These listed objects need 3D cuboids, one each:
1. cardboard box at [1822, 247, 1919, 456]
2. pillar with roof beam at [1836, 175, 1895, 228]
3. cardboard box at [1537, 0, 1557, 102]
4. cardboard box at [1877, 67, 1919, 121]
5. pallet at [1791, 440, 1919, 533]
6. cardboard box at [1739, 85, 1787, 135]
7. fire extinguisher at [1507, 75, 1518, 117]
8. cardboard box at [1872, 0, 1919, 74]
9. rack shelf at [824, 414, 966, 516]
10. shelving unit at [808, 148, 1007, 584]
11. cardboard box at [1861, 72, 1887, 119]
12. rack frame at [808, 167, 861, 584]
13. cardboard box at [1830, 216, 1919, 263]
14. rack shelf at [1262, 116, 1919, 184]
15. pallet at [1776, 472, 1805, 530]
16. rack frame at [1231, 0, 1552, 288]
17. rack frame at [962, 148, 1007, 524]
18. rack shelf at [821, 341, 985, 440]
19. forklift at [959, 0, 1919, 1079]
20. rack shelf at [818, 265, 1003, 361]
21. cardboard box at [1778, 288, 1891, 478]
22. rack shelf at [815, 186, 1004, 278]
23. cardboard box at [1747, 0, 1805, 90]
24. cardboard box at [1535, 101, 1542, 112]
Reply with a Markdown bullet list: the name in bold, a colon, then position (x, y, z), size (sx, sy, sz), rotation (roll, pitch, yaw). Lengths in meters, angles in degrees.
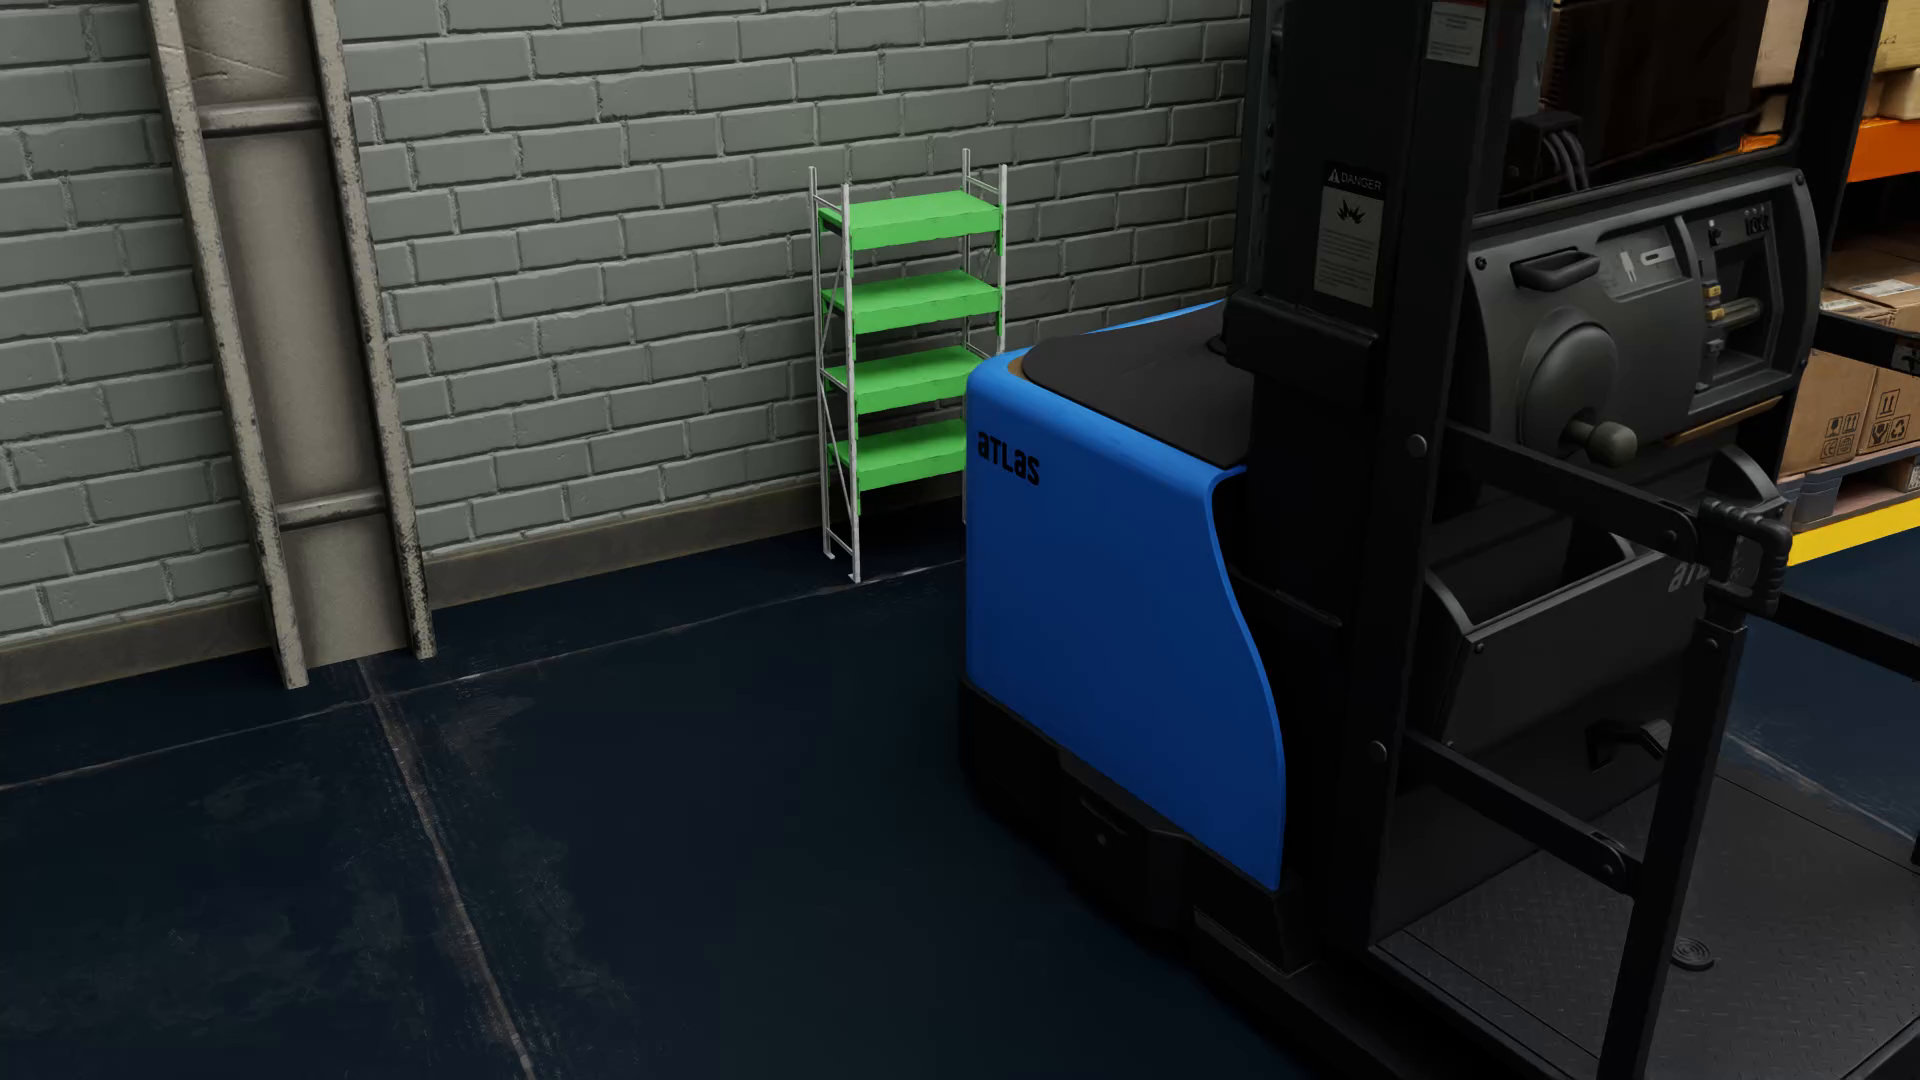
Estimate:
- **cardboard box**: position (2.985, -0.637, 5.515), size (0.500, 0.500, 0.500), rotation (-12, 28, -24)
- **pillar with roof beam**: position (5.631, -3.335, 1.800), size (0.400, 9.000, 9.100), rotation (-13, 29, -25)
- **cardboard box**: position (1.642, -1.314, 4.350), size (0.500, 0.250, 0.500), rotation (-13, 28, -25)
- **cardboard box**: position (2.694, -1.350, 4.886), size (0.250, 0.149, 0.380), rotation (-14, 29, -27)
- **pallet**: position (2.960, -0.426, 5.893), size (1.213, 0.211, 1.003), rotation (-13, 29, -25)
- **cardboard box**: position (2.204, -1.271, 4.722), size (0.250, 0.149, 0.380), rotation (-12, 28, -23)
- **fire extinguisher**: position (1.202, -0.848, 4.071), size (0.183, 0.674, 0.296), rotation (-13, 29, -25)
- **cardboard box**: position (2.532, -1.521, 4.782), size (0.500, 0.250, 0.500), rotation (-14, 29, -26)
- **rack shelf**: position (-0.146, -0.233, 5.052), size (0.480, 0.148, 0.258), rotation (-13, 29, -25)
- **shelving unit**: position (-0.146, -0.507, 4.920), size (0.503, 1.200, 0.258), rotation (-13, 29, -25)
- **cardboard box**: position (2.436, -1.327, 4.839), size (0.250, 0.149, 0.380), rotation (-13, 28, -24)
- **rack frame**: position (-0.361, -0.457, 4.817), size (0.015, 1.200, 0.240), rotation (-13, 29, -25)
- **cardboard box**: position (3.388, -0.779, 5.810), size (0.500, 0.500, 0.700), rotation (-14, 29, -27)
- **rack shelf**: position (2.879, -1.341, 5.408), size (4.000, 0.370, 1.077), rotation (-13, 29, -25)
- **pallet**: position (1.885, -0.179, 5.379), size (1.213, 0.211, 1.003), rotation (-13, 29, -25)
- **rack frame**: position (1.115, -1.258, 4.404), size (0.127, 3.000, 1.000), rotation (-13, 29, -25)
- **rack frame**: position (0.069, -0.557, 5.023), size (0.015, 1.200, 0.240), rotation (-13, 29, -25)
- **rack shelf**: position (-0.146, -0.450, 4.948), size (0.480, 0.148, 0.258), rotation (-13, 29, -25)
- **forklift**: position (1.272, -0.347, 2.586), size (1.130, 2.935, 3.031), rotation (-18, 31, -32)
- **rack shelf**: position (-0.146, -0.666, 4.844), size (0.480, 0.148, 0.258), rotation (-13, 29, -25)
- **cardboard box**: position (2.472, -0.568, 5.370), size (0.500, 0.500, 0.700), rotation (-12, 28, -23)
- **rack shelf**: position (-0.146, -0.882, 4.740), size (0.480, 0.148, 0.258), rotation (-13, 29, -25)
- **cardboard box**: position (2.087, -1.416, 4.564), size (0.500, 0.250, 0.500), rotation (-13, 28, -25)
- **cardboard box**: position (1.534, -1.107, 4.380), size (0.250, 0.149, 0.380), rotation (-13, 29, -25)
